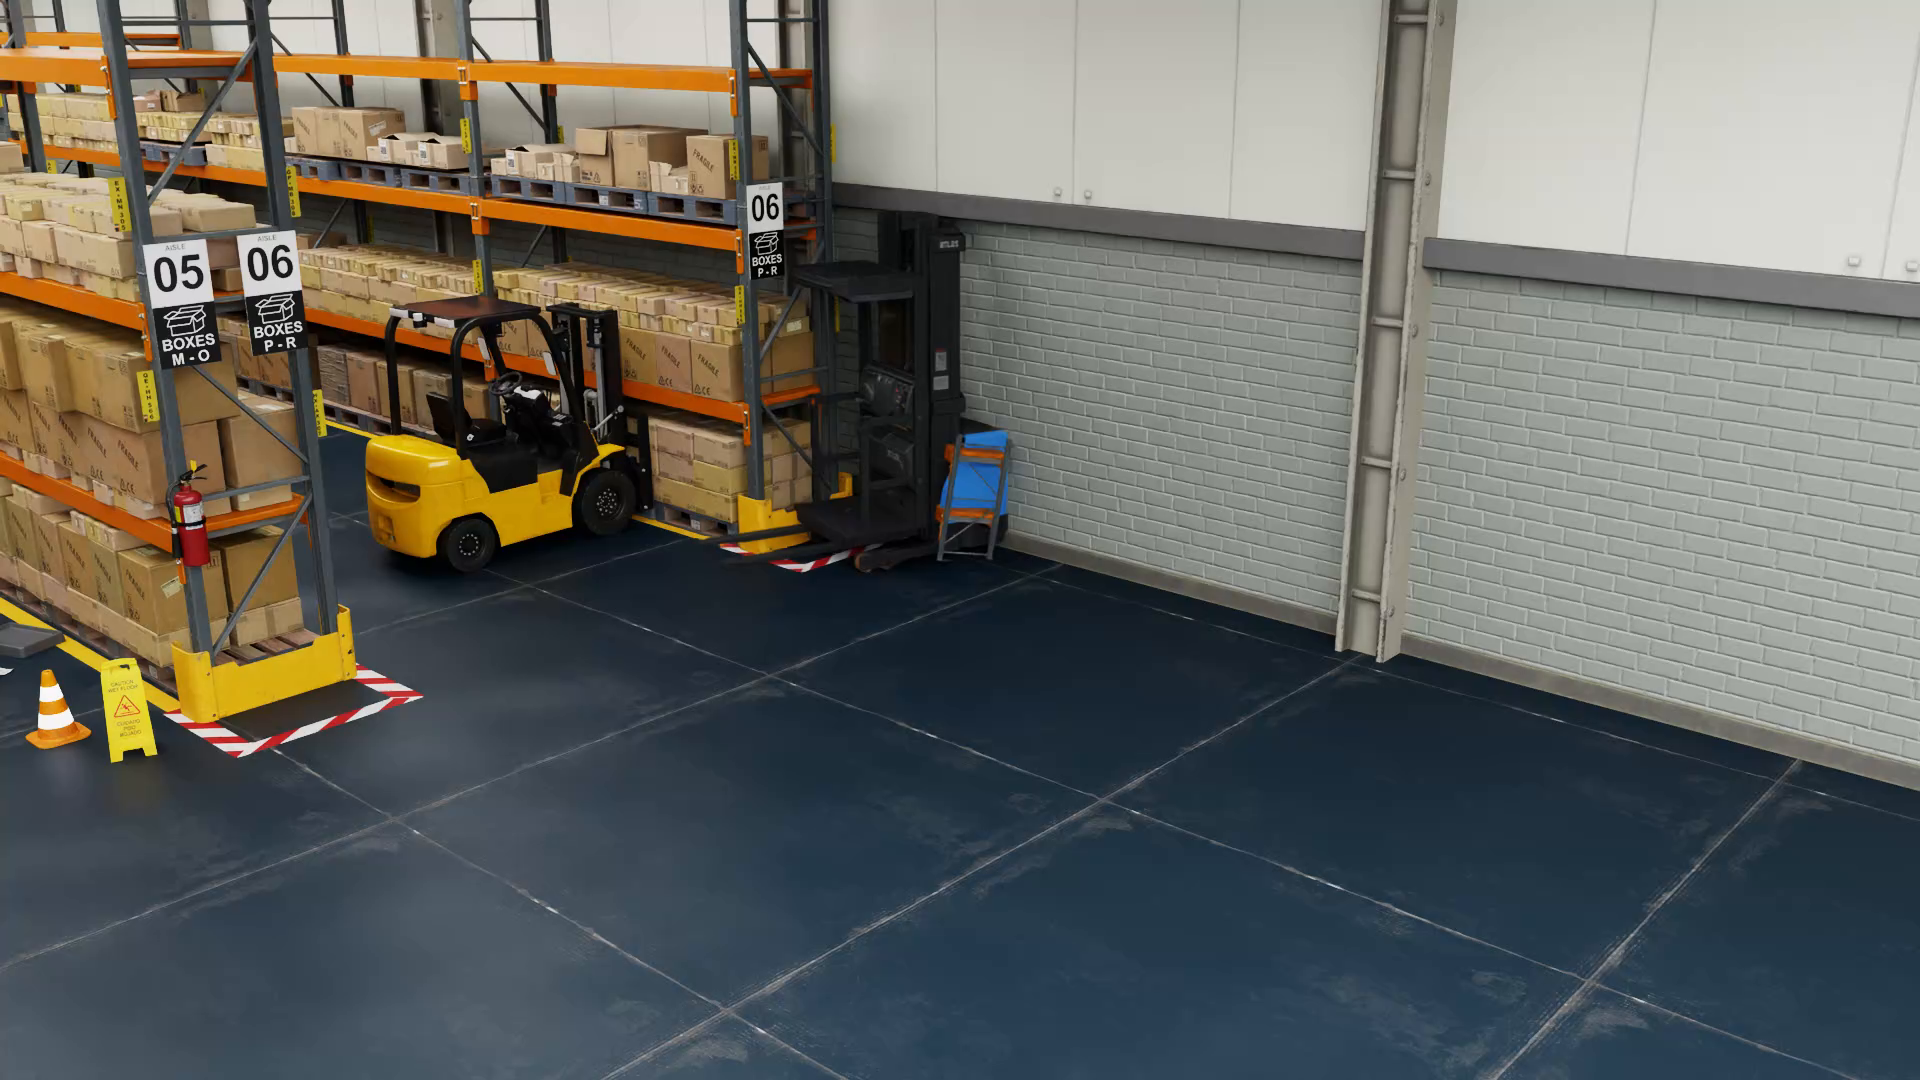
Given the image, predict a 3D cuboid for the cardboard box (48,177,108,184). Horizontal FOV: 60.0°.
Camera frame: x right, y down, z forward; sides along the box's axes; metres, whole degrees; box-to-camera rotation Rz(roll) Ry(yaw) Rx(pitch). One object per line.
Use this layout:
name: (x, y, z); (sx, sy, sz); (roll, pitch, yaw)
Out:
cardboard box: (-6.740, -2.685, 12.751); (0.250, 0.149, 0.380); (16, 24, 41)

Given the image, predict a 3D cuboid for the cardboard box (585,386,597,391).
cardboard box: (-3.606, -1.475, 17.000); (0.500, 0.250, 0.500); (15, 23, 38)

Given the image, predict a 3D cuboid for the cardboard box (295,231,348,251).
cardboard box: (-7.764, -3.452, 20.171); (0.500, 0.500, 0.500); (16, 24, 42)

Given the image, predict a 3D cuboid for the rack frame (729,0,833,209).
rack frame: (-1.500, -4.319, 13.844); (0.127, 3.000, 1.000); (15, 23, 39)

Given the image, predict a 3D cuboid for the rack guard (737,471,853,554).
rack guard: (-1.482, -0.263, 15.114); (0.348, 0.500, 1.175); (15, 23, 39)

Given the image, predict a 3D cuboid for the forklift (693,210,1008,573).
forklift: (-0.814, -1.300, 14.361); (3.031, 2.935, 1.130); (-10, 20, -28)

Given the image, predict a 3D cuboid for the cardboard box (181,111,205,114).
cardboard box: (-9.773, -5.440, 21.399); (0.250, 0.149, 0.380); (14, 23, 38)

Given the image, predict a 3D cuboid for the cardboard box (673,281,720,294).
cardboard box: (-2.509, -2.359, 15.857); (0.250, 0.149, 0.380); (14, 23, 38)

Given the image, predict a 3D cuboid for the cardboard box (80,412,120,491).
cardboard box: (-5.752, -0.673, 11.617); (0.500, 0.500, 0.500); (15, 23, 39)

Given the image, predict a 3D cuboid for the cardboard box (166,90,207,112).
cardboard box: (-9.981, -5.674, 21.453); (0.258, 0.266, 0.396); (15, 23, 39)

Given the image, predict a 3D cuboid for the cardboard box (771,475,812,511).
cardboard box: (-1.737, -0.492, 15.554); (0.500, 0.250, 0.500); (15, 23, 39)

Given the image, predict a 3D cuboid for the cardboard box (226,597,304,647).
cardboard box: (-5.211, 0.550, 12.270); (0.500, 0.250, 0.500); (15, 23, 39)

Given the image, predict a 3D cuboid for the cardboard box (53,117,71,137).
cardboard box: (-12.146, -5.719, 22.972); (0.500, 0.250, 0.500); (15, 23, 38)

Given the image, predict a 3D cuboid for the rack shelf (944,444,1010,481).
rack shelf: (0.012, -0.771, 14.754); (0.538, 0.278, 1.000); (4, 15, -20)

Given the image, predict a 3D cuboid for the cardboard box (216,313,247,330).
cardboard box: (-9.365, -2.806, 21.362); (0.250, 0.149, 0.380); (16, 24, 41)

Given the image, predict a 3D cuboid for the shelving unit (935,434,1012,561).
shelving unit: (-0.035, -0.492, 14.827); (0.538, 1.125, 1.048); (4, 15, -20)

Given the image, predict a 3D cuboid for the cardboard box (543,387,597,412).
cardboard box: (-3.962, -1.356, 16.623); (0.500, 0.250, 0.500); (15, 23, 39)

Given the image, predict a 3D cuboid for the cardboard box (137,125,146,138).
cardboard box: (-10.345, -5.217, 21.188); (0.250, 0.149, 0.380); (15, 23, 40)

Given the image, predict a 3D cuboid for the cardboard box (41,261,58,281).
cardboard box: (-6.183, -1.917, 11.651); (0.250, 0.149, 0.380); (14, 22, 38)

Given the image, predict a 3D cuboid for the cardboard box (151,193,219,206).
cardboard box: (-5.406, -2.322, 11.606); (0.250, 0.149, 0.380); (15, 23, 39)

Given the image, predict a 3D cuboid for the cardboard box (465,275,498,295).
cardboard box: (-4.894, -2.638, 17.226); (0.250, 0.149, 0.380); (16, 24, 41)

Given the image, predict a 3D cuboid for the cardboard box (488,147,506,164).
cardboard box: (-4.996, -4.035, 17.464); (0.250, 0.149, 0.380); (15, 23, 39)

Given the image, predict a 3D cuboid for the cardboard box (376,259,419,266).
cardboard box: (-6.209, -3.005, 18.383); (0.250, 0.149, 0.380); (15, 23, 39)

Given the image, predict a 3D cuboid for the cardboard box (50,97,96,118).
cardboard box: (-12.161, -5.960, 22.904); (0.500, 0.250, 0.500); (16, 24, 41)

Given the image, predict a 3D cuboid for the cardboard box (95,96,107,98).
cardboard box: (-11.812, -6.072, 23.256); (0.500, 0.250, 0.500); (15, 23, 39)

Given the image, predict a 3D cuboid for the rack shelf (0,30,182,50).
rack shelf: (-11.971, -6.785, 22.810); (4.000, 0.370, 1.077); (15, 23, 39)

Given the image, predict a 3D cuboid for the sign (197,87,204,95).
sign: (-10.109, -5.859, 22.150); (0.005, 0.325, 0.100); (15, 23, 39)

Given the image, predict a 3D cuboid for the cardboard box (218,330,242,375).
cardboard box: (-9.104, -2.418, 21.210); (0.500, 0.500, 0.500); (14, 22, 37)

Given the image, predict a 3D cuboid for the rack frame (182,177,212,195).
rack frame: (-10.475, -3.869, 22.343); (0.127, 3.000, 1.000); (15, 23, 39)

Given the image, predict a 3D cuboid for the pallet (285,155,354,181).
pallet: (-6.916, -4.289, 19.022); (1.003, 0.211, 1.213); (16, 24, 42)

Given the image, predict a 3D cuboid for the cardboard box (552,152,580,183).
cardboard box: (-3.583, -3.509, 15.614); (0.258, 0.266, 0.396); (14, 23, 38)

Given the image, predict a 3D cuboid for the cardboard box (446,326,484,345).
cardboard box: (-5.042, -2.233, 17.437); (0.500, 0.250, 0.500); (16, 23, 40)

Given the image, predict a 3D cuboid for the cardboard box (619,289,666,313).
cardboard box: (-2.929, -2.216, 15.405); (0.250, 0.149, 0.380); (16, 23, 40)

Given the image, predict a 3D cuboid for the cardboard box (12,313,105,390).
cardboard box: (-6.423, -1.369, 12.156); (0.500, 0.500, 0.700); (15, 23, 39)

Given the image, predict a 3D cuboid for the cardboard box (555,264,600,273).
cardboard box: (-3.892, -2.706, 16.949); (0.250, 0.149, 0.380); (14, 23, 38)

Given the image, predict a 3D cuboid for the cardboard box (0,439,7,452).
cardboard box: (-7.318, -0.798, 13.082); (0.250, 0.149, 0.380); (15, 23, 39)

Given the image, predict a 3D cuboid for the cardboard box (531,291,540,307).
cardboard box: (-4.020, -2.398, 16.472); (0.250, 0.149, 0.380); (15, 23, 39)

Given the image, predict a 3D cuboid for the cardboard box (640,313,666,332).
cardboard box: (-2.718, -2.028, 15.306); (0.250, 0.149, 0.380); (14, 22, 38)

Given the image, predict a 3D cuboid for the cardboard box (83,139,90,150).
cardboard box: (-11.677, -5.400, 22.626); (0.250, 0.149, 0.380); (16, 24, 41)

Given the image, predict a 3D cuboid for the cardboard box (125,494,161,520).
cardboard box: (-5.477, -0.268, 11.414); (0.250, 0.149, 0.380); (15, 23, 39)

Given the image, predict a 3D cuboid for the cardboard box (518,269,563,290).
cardboard box: (-4.183, -2.602, 16.622); (0.250, 0.149, 0.380); (15, 23, 40)

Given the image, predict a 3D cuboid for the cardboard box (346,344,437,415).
cardboard box: (-6.532, -1.876, 19.296); (0.625, 0.625, 0.875); (16, 24, 41)

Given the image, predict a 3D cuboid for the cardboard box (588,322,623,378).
cardboard box: (-3.191, -1.854, 15.829); (0.500, 0.500, 0.500); (15, 23, 40)

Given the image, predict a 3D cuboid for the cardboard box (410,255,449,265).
cardboard box: (-5.945, -3.099, 18.680); (0.250, 0.149, 0.380); (16, 24, 41)

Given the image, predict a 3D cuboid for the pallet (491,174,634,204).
pallet: (-3.836, -3.485, 16.320); (1.213, 0.211, 1.003); (15, 23, 39)

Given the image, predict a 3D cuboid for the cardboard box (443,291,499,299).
cardboard box: (-5.028, -2.470, 17.357); (0.500, 0.250, 0.500); (14, 23, 38)

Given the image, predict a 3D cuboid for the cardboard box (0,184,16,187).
cardboard box: (-7.180, -2.532, 12.270); (0.250, 0.149, 0.380); (15, 23, 39)

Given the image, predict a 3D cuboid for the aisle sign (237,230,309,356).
aisle sign: (-4.540, -1.632, 10.999); (0.004, 0.787, 0.394); (15, 23, 39)

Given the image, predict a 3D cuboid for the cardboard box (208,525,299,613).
cardboard box: (-5.230, 0.188, 12.171); (0.500, 0.500, 0.500); (14, 22, 37)

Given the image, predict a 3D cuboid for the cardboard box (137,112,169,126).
cardboard box: (-10.134, -5.311, 20.993); (0.250, 0.149, 0.380); (14, 23, 38)

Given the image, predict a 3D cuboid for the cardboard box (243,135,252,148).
cardboard box: (-8.269, -4.746, 19.736); (0.250, 0.149, 0.380); (16, 23, 40)

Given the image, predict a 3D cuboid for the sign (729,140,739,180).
sign: (-1.870, -3.153, 13.797); (0.005, 0.325, 0.100); (15, 23, 39)

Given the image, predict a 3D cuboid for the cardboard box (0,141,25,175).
cardboard box: (-8.334, -3.241, 14.134); (0.500, 0.250, 0.500); (14, 23, 38)

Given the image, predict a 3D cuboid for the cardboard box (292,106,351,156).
cardboard box: (-7.103, -4.590, 18.633); (0.500, 0.500, 0.500); (15, 23, 40)

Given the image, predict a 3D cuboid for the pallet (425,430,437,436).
pallet: (-5.068, -1.073, 18.142); (1.213, 0.211, 1.003); (15, 23, 39)

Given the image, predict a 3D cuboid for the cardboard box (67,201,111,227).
cardboard box: (-5.767, -2.197, 11.214); (0.250, 0.149, 0.380); (15, 23, 40)

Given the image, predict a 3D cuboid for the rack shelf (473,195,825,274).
rack shelf: (-2.996, -2.948, 15.672); (4.000, 0.370, 1.077); (15, 23, 39)

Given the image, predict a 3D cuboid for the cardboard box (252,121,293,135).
cardboard box: (-8.063, -4.834, 19.525); (0.250, 0.149, 0.380); (14, 22, 37)
